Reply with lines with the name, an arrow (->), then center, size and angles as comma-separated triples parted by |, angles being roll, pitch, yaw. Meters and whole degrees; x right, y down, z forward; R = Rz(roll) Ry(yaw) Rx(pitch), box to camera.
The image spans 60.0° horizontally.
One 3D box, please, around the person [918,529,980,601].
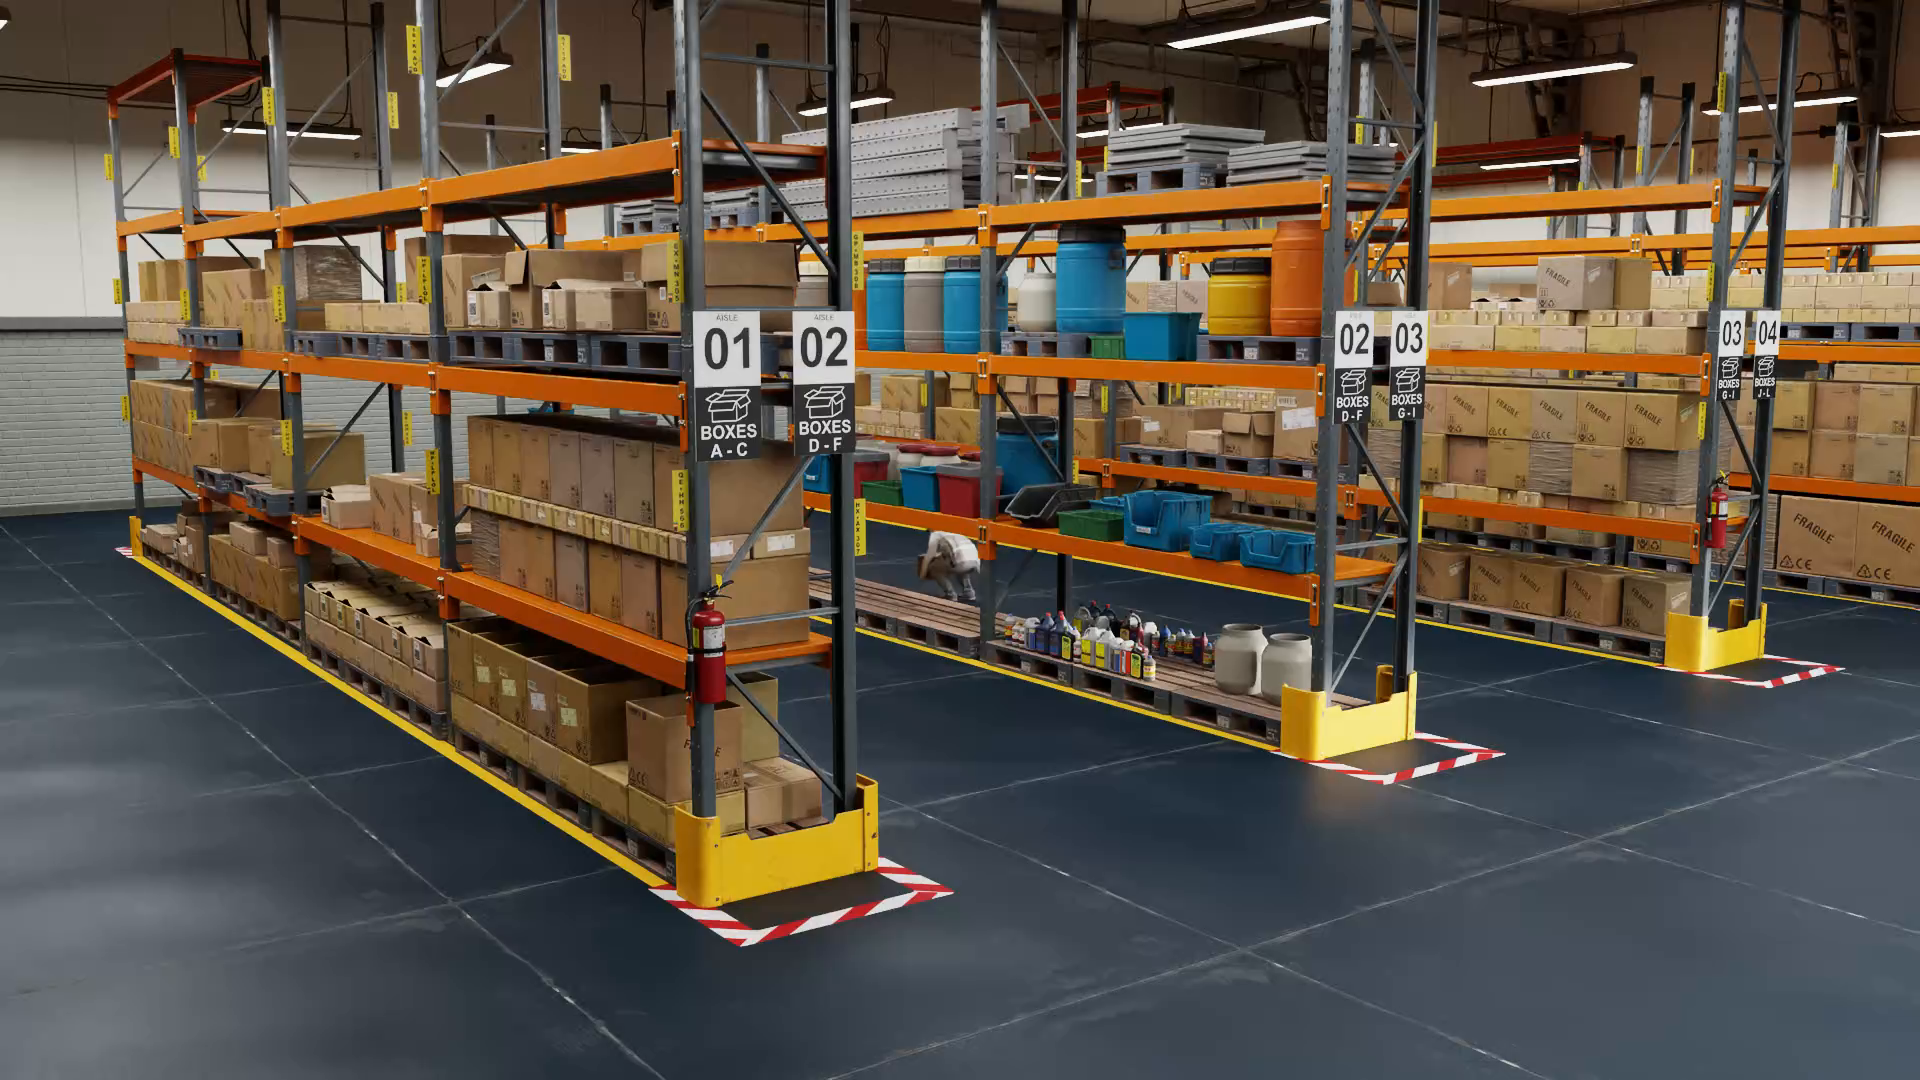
person -> -0.116, 0.185, 18.525 | 0.466, 0.981, 0.842 | -6, 10, -37
